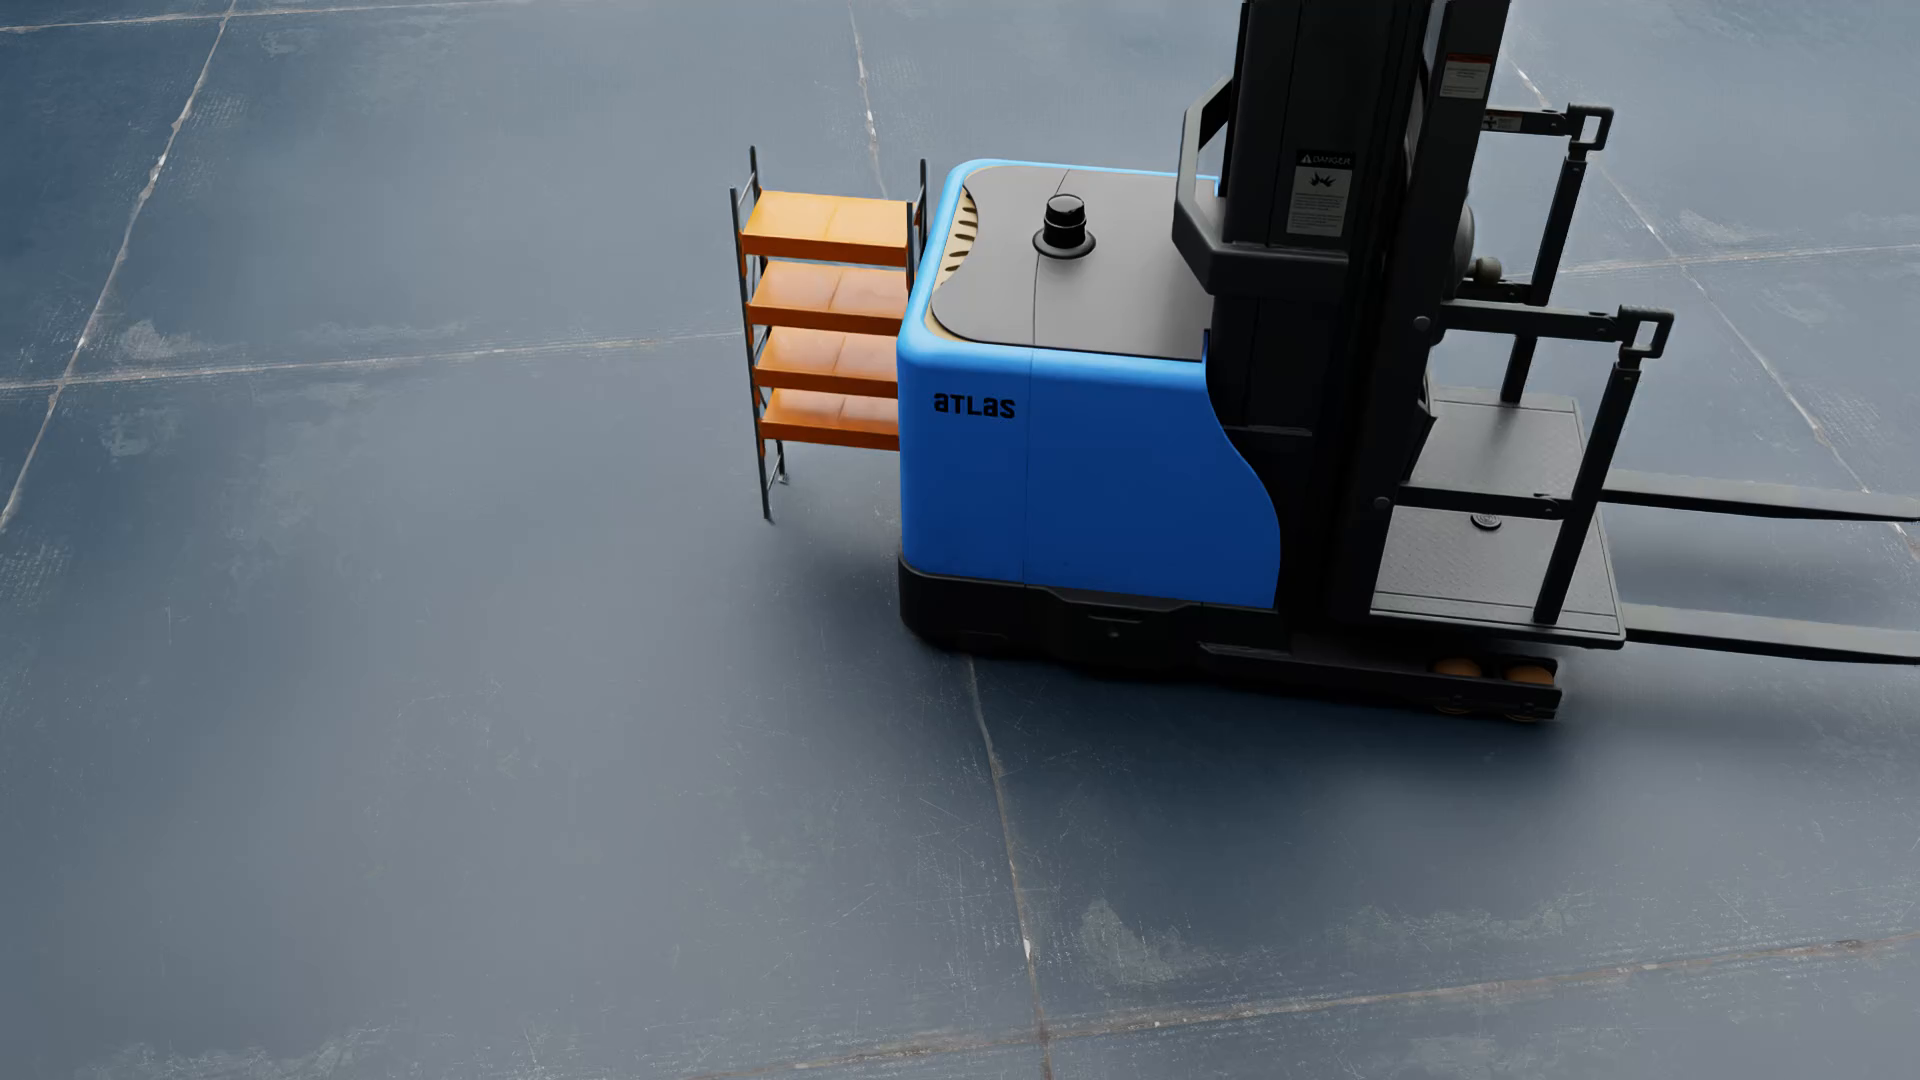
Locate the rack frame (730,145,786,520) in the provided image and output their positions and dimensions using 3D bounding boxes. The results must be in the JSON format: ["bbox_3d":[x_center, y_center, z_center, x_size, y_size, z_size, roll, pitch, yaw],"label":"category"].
[{"bbox_3d":[-0.601,-0.590,5.008,0.015,1.200,0.240,6,42,6],"label":"rack frame"}]

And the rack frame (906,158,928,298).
[{"bbox_3d":[-0.119,-0.541,4.954,0.015,1.200,0.240,6,42,6],"label":"rack frame"}]

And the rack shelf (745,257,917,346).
[{"bbox_3d":[-0.360,-0.682,4.876,0.480,0.148,0.258,6,42,6],"label":"rack shelf"}]

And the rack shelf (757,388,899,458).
[{"bbox_3d":[-0.360,-0.368,5.159,0.480,0.148,0.258,6,42,6],"label":"rack shelf"}]

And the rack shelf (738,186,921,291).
[{"bbox_3d":[-0.360,-0.857,4.718,0.480,0.148,0.258,6,42,6],"label":"rack shelf"}]

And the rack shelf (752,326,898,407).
[{"bbox_3d":[-0.360,-0.516,5.026,0.480,0.148,0.258,6,42,6],"label":"rack shelf"}]

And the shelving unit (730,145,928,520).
[{"bbox_3d":[-0.360,-0.565,4.981,0.503,1.200,0.258,6,42,6],"label":"shelving unit"}]

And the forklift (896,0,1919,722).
[{"bbox_3d":[1.384,-0.960,4.126,3.031,2.935,1.130,6,42,6],"label":"forklift"}]
